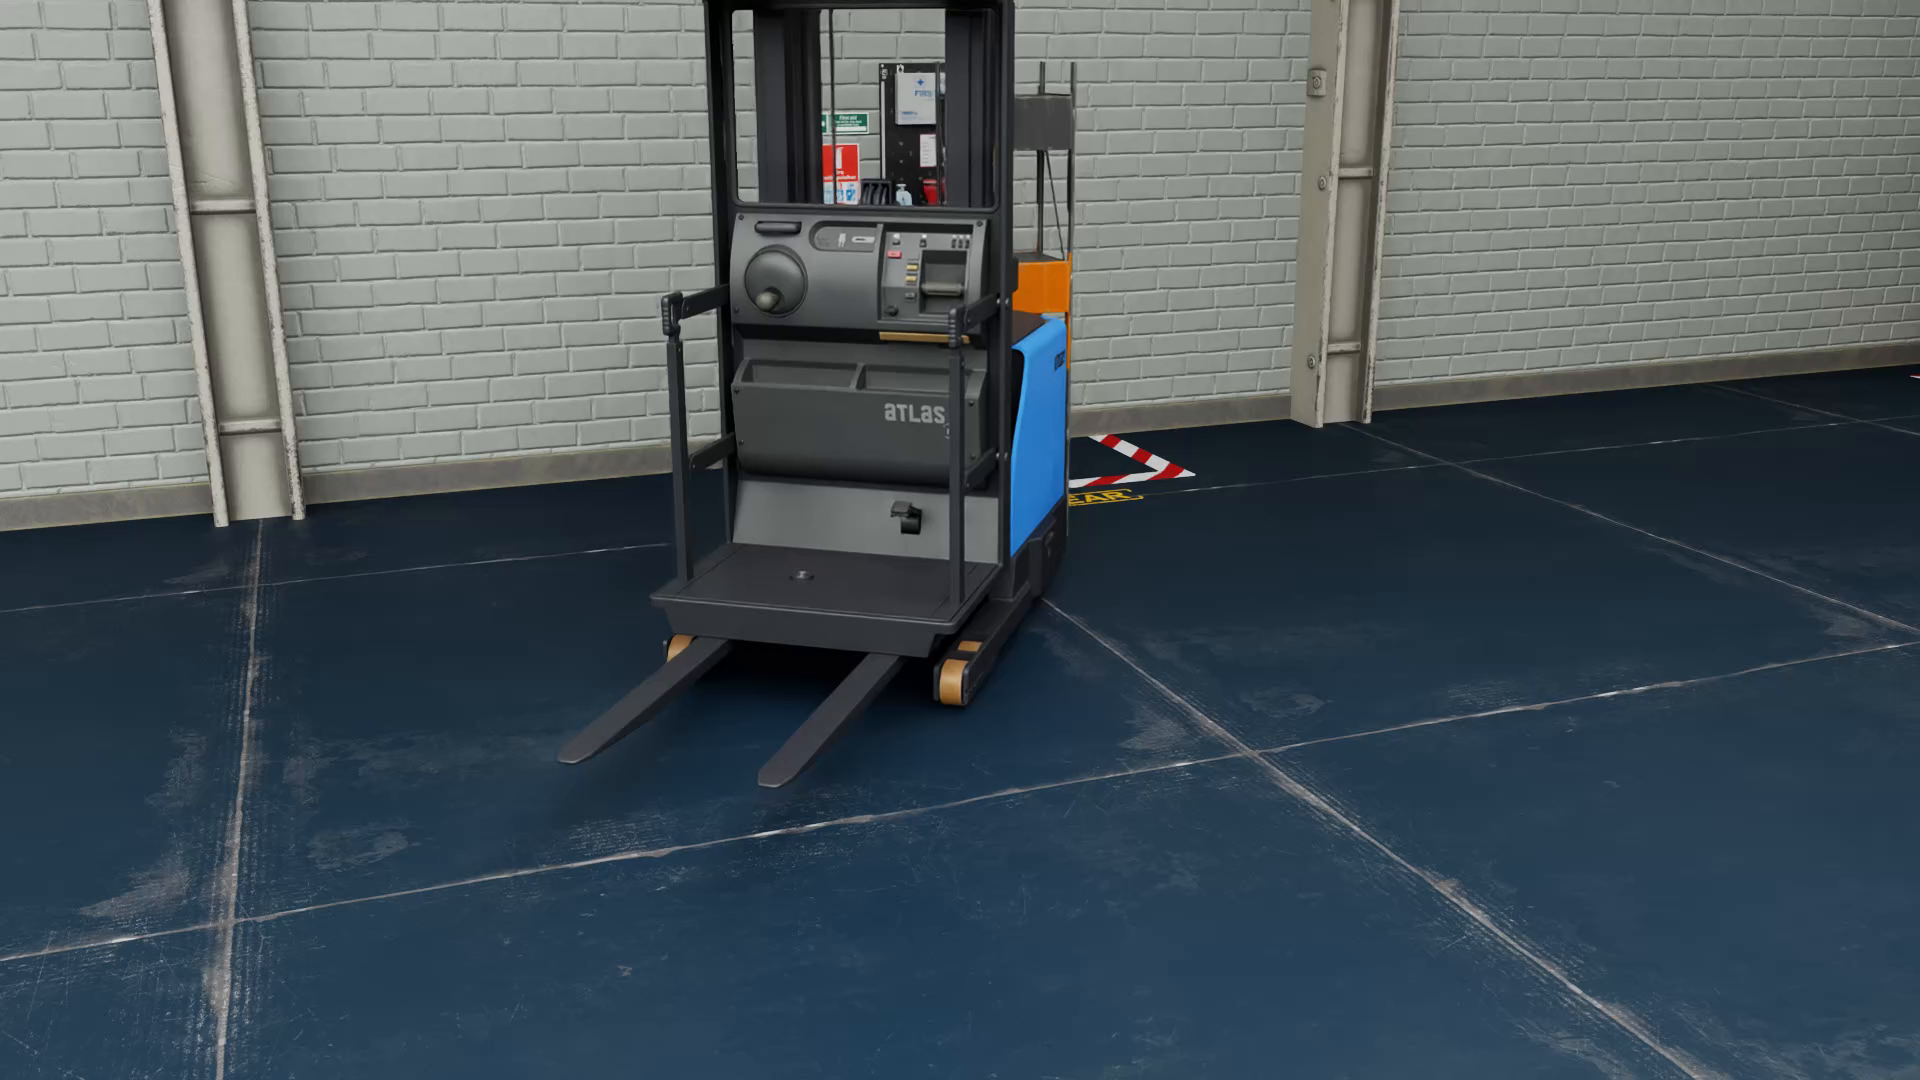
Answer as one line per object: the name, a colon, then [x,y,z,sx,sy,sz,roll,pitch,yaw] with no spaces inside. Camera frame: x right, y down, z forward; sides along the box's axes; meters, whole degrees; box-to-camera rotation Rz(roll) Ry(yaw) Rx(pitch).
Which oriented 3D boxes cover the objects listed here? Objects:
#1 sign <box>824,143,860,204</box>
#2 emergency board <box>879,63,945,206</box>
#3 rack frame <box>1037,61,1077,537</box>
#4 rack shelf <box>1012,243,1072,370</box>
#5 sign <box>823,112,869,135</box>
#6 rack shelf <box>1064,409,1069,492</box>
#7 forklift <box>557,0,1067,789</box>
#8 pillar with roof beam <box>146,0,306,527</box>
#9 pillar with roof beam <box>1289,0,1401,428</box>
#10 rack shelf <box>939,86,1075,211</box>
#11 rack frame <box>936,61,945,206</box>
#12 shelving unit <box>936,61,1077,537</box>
sign: [-0.638,-1.915,8.733,0.234,0.329,0.001,-6,17,-20]
emergency board: [-0.085,-1.927,8.836,0.643,1.169,0.194,-6,17,-20]
rack frame: [0.427,-1.076,7.535,0.015,2.100,0.400,-5,17,-18]
rack shelf: [0.195,-1.041,7.464,0.480,0.518,0.431,-5,17,-18]
sign: [-0.631,-2.168,8.652,0.331,0.109,0.001,-6,17,-20]
rack shelf: [0.195,-0.369,7.661,0.480,0.518,0.431,-5,17,-18]
forklift: [-0.418,-0.957,5.657,1.130,2.935,3.031,4,17,15]
pillar with roof beam: [-1.826,-3.307,2.888,0.400,9.000,9.100,-6,17,-20]
pillar with roof beam: [3.777,-3.912,4.948,0.400,9.000,9.100,-6,17,-20]
rack shelf: [0.195,-1.712,7.267,0.480,0.518,0.431,-5,17,-18]
rack frame: [-0.036,-1.032,7.385,0.015,2.100,0.400,-5,17,-18]
shelving unit: [0.195,-1.054,7.460,0.503,2.100,0.431,-5,17,-18]
